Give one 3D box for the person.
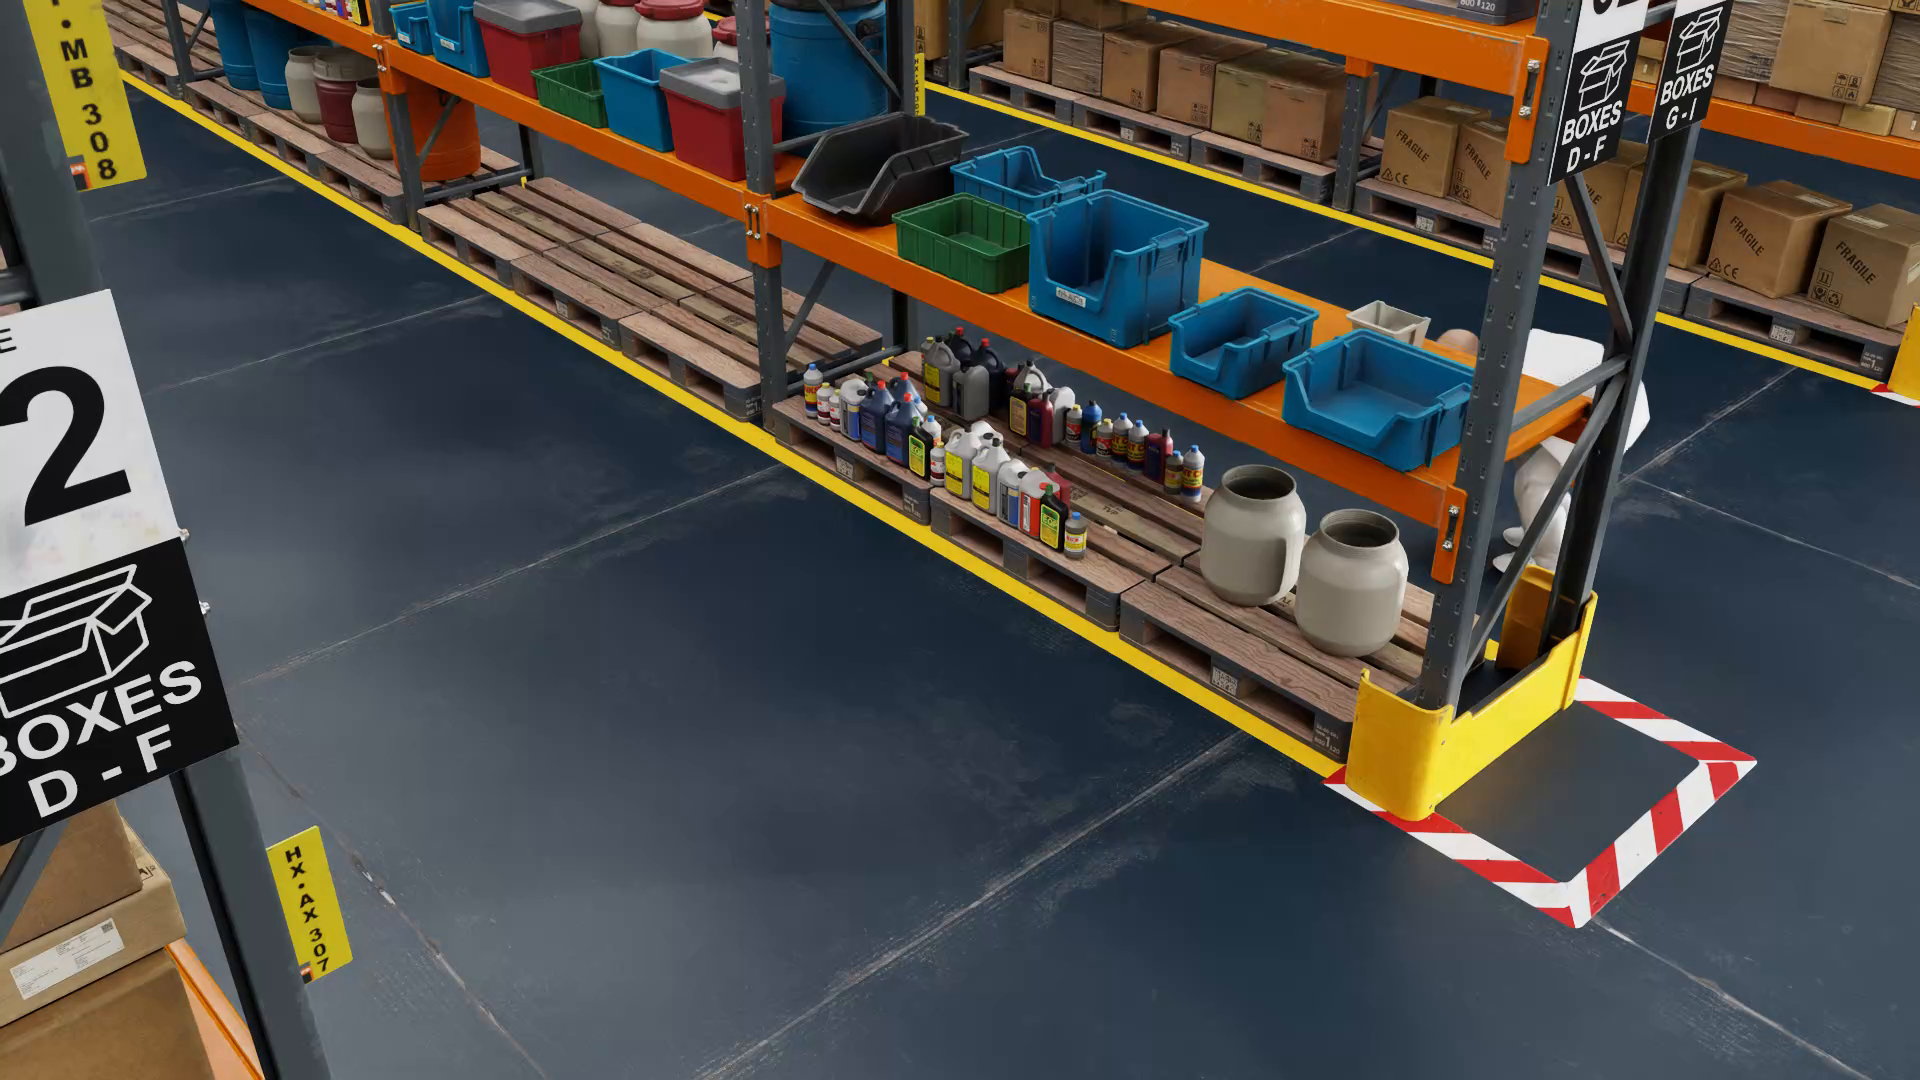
[{"bbox_3d":[2.533,-0.393,7.445,0.939,1.100,0.579,7,32,11],"label":"person"}]
